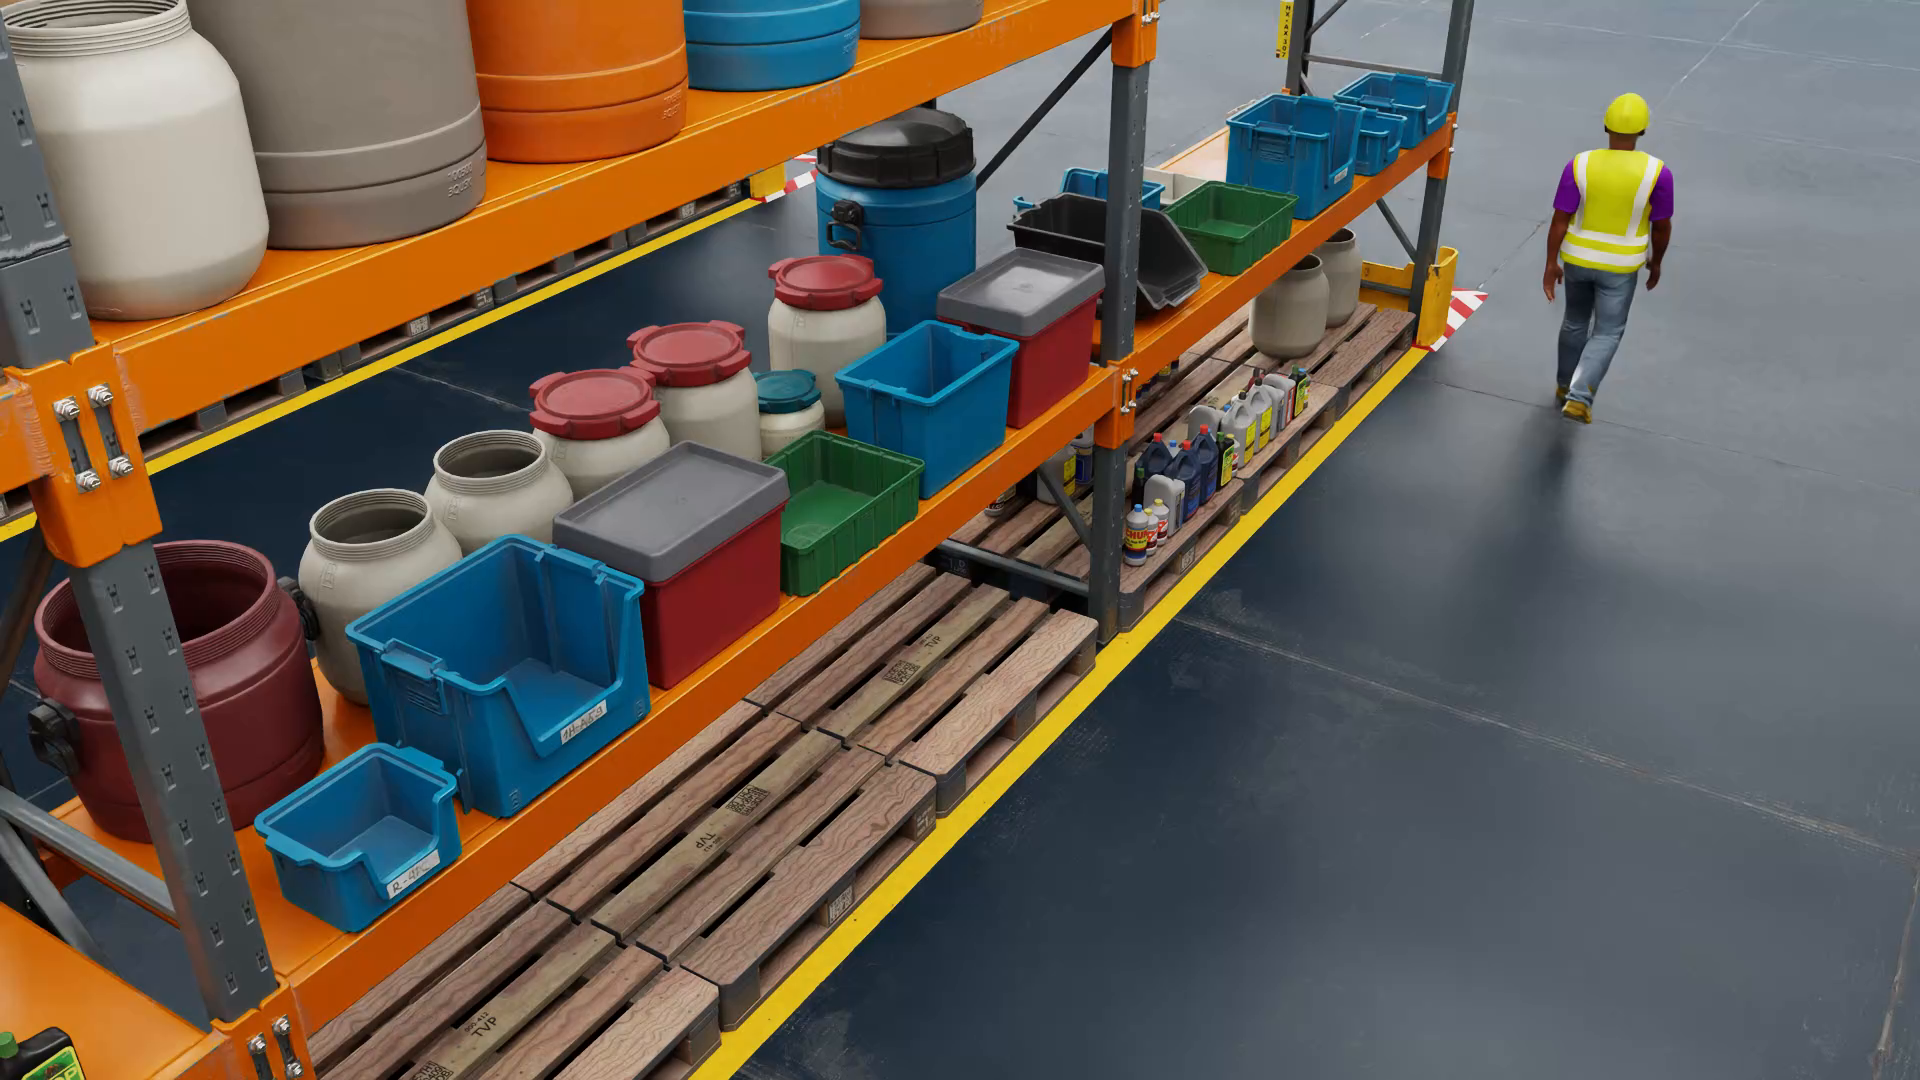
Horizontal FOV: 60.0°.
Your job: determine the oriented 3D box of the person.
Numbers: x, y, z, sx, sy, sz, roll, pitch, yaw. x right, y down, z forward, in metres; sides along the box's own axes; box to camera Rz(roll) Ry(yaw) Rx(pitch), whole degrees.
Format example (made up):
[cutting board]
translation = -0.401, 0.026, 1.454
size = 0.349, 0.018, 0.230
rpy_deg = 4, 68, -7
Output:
[person]
translation = 3.316, -1.434, 8.568
size = 0.565, 1.739, 0.931
rpy_deg = 17, 34, 27
